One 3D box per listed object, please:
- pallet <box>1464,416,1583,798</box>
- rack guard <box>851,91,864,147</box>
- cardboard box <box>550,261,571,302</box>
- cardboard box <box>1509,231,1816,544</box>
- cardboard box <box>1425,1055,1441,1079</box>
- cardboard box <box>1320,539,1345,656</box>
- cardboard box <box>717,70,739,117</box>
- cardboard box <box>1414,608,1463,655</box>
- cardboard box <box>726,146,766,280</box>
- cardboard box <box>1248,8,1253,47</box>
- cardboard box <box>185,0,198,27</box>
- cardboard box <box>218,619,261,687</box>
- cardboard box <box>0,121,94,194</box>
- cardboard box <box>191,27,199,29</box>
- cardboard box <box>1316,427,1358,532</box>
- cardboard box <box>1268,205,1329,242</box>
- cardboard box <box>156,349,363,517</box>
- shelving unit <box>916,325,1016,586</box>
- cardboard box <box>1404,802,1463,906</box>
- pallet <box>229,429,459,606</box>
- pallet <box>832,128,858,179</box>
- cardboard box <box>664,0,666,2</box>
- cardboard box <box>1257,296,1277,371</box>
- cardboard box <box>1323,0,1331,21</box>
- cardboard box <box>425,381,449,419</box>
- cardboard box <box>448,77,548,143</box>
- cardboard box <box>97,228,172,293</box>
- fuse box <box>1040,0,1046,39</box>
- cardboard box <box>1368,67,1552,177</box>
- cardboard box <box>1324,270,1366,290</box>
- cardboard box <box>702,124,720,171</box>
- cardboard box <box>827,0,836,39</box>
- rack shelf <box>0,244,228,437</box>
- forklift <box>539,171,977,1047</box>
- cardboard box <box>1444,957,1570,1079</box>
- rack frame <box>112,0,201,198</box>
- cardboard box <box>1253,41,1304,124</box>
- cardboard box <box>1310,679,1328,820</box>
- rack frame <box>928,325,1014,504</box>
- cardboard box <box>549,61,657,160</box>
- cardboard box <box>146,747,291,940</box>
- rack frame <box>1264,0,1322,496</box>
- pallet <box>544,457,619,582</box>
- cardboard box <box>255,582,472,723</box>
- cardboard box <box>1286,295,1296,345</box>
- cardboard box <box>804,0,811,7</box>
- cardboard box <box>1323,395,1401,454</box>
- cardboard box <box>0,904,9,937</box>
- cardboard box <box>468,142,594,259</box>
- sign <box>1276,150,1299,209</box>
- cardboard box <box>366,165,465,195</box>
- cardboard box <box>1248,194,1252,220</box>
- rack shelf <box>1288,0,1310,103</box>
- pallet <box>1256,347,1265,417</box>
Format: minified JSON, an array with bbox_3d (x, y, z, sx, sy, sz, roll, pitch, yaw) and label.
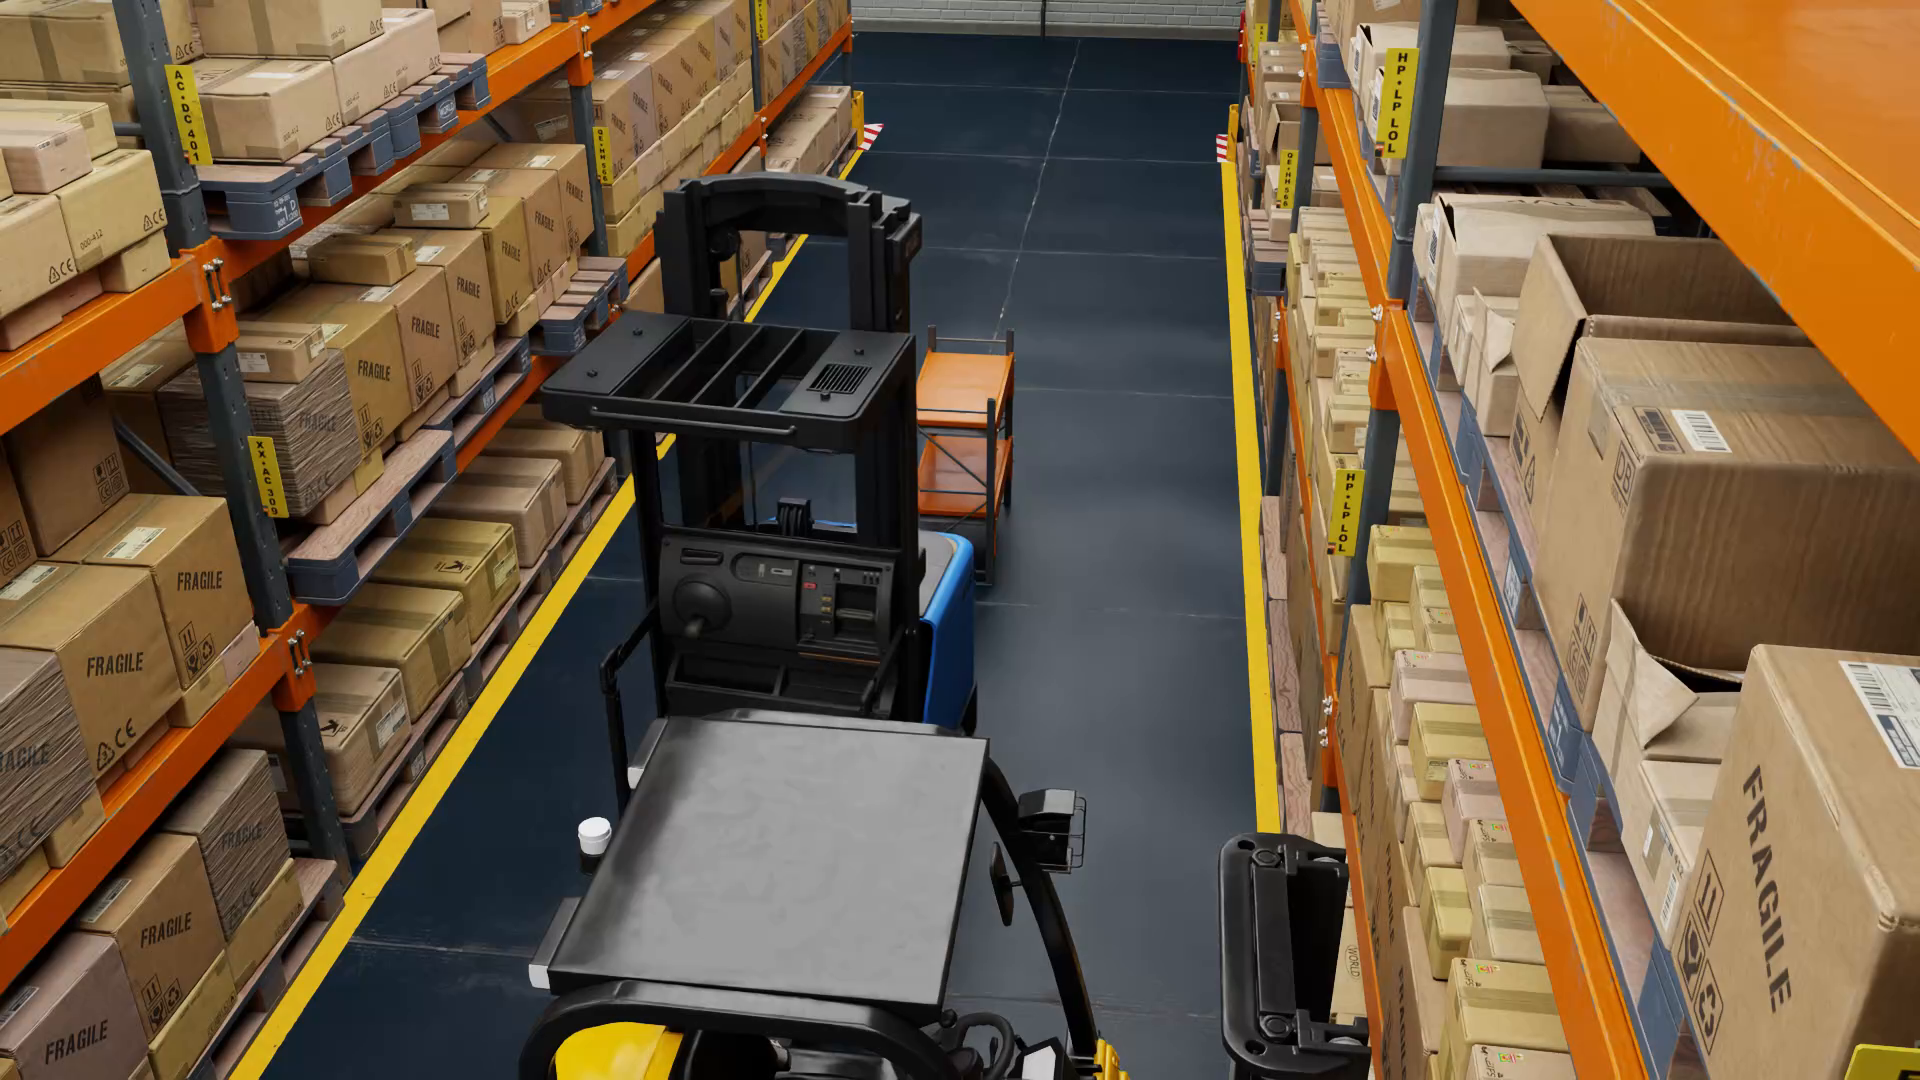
[{"bbox_3d":[1.616,0.105,3.324,1.003,0.211,1.213,3,28,6],"label":"pallet"},{"bbox_3d":[-1.607,-4.436,17.456,1.175,0.500,0.348,3,28,6],"label":"rack guard"},{"bbox_3d":[-2.344,-1.414,9.034,0.380,0.149,0.250,3,28,6],"label":"cardboard box"},{"bbox_3d":[1.503,-0.273,3.275,0.797,0.503,0.637,4,29,8],"label":"cardboard box"},{"bbox_3d":[1.291,1.518,3.665,0.500,0.500,0.500,3,28,5],"label":"cardboard box"},{"bbox_3d":[1.649,0.224,6.329,0.500,0.250,0.500,4,29,7],"label":"cardboard box"},{"bbox_3d":[-1.966,-3.339,12.415,0.500,0.250,0.500,4,29,7],"label":"cardboard box"},{"bbox_3d":[1.548,0.332,4.869,0.380,0.149,0.250,3,28,5],"label":"cardboard box"},{"bbox_3d":[-2.096,-2.595,13.201,0.875,0.875,0.875,4,29,8],"label":"cardboard box"},{"bbox_3d":[2.874,-4.629,15.024,0.500,0.250,0.500,3,28,5],"label":"cardboard box"},{"bbox_3d":[-3.032,-2.297,6.877,0.500,0.250,0.500,4,29,7],"label":"cardboard box"},{"bbox_3d":[-2.817,0.403,6.103,0.380,0.149,0.250,3,28,6],"label":"cardboard box"},{"bbox_3d":[-2.858,-1.148,4.980,0.380,0.149,0.250,3,28,5],"label":"cardboard box"},{"bbox_3d":[-3.022,-2.077,6.995,0.500,0.250,0.500,4,29,7],"label":"cardboard box"},{"bbox_3d":[1.709,-0.232,6.649,0.500,0.250,0.500,3,28,5],"label":"cardboard box"},{"bbox_3d":[2.036,-1.878,9.896,0.380,0.149,0.250,4,29,7],"label":"cardboard box"},{"bbox_3d":[-2.738,-0.440,6.542,0.500,0.500,0.500,4,29,7],"label":"cardboard box"},{"bbox_3d":[0.001,-0.498,9.489,0.538,1.125,1.048,3,28,6],"label":"shelving unit"},{"bbox_3d":[1.361,0.817,4.282,0.380,0.149,0.250,2,28,5],"label":"cardboard box"},{"bbox_3d":[-2.842,-0.143,7.055,1.003,0.211,1.213,3,28,6],"label":"pallet"},{"bbox_3d":[-1.630,-3.916,16.797,1.003,0.211,1.213,3,28,6],"label":"pallet"},{"bbox_3d":[-2.439,-3.936,12.733,0.500,0.500,0.500,4,29,7],"label":"cardboard box"},{"bbox_3d":[2.354,-1.495,11.556,0.500,0.500,0.500,2,28,4],"label":"cardboard box"},{"bbox_3d":[2.006,-2.739,7.855,0.500,0.500,0.500,4,29,7],"label":"cardboard box"},{"bbox_3d":[-2.595,-0.682,7.675,0.380,0.149,0.250,4,29,7],"label":"cardboard box"},{"bbox_3d":[-2.786,-2.502,10.071,0.500,0.500,0.500,3,28,5],"label":"cardboard box"},{"bbox_3d":[-2.816,-0.920,5.397,0.380,0.149,0.250,3,29,6],"label":"cardboard box"},{"bbox_3d":[1.125,-7.422,21.723,0.539,1.711,0.414,3,28,6],"label":"fuse box"},{"bbox_3d":[1.694,-1.454,5.670,0.500,0.311,0.500,2,28,5],"label":"cardboard box"},{"bbox_3d":[1.947,-1.177,7.983,0.380,0.149,0.250,4,29,7],"label":"cardboard box"},{"bbox_3d":[-2.049,-2.874,12.080,0.500,0.250,0.500,3,28,5],"label":"cardboard box"},{"bbox_3d":[-1.483,-5.091,15.932,0.500,0.500,0.500,3,28,5],"label":"cardboard box"},{"bbox_3d":[-3.325,0.061,4.069,1.077,0.370,4.000,3,28,6],"label":"rack shelf"},{"bbox_3d":[-0.751,0.262,6.174,1.130,2.935,3.031,6,29,11],"label":"forklift"},{"bbox_3d":[1.248,1.045,3.544,0.380,0.149,0.250,4,29,7],"label":"cardboard box"},{"bbox_3d":[-3.080,-2.517,4.935,1.000,3.000,0.127,3,28,6],"label":"rack frame"},{"bbox_3d":[2.546,-3.369,12.293,0.700,0.500,0.500,4,29,7],"label":"cardboard box"},{"bbox_3d":[1.899,1.025,6.746,0.875,0.625,0.625,5,29,8],"label":"cardboard box"},{"bbox_3d":[0.063,-0.738,9.933,0.500,1.125,0.032,3,28,6],"label":"rack frame"},{"bbox_3d":[-2.236,-2.695,10.430,0.500,0.500,0.500,3,29,6],"label":"cardboard box"},{"bbox_3d":[-2.886,1.113,6.186,0.500,0.500,0.500,3,28,5],"label":"cardboard box"},{"bbox_3d":[2.337,-1.472,9.320,1.000,3.000,0.127,3,28,6],"label":"rack frame"},{"bbox_3d":[-2.687,-0.164,9.831,1.003,0.211,1.213,3,28,6],"label":"pallet"},{"bbox_3d":[-2.934,0.510,7.968,0.950,0.372,0.625,5,29,9],"label":"cardboard box"},{"bbox_3d":[2.040,-1.212,8.994,0.500,0.250,0.500,3,29,6],"label":"cardboard box"},{"bbox_3d":[-1.595,-5.051,14.804,0.500,0.500,0.500,3,28,6],"label":"cardboard box"},{"bbox_3d":[1.665,-0.459,6.650,0.380,0.149,0.250,2,28,5],"label":"cardboard box"},{"bbox_3d":[-2.995,1.124,4.766,0.380,0.149,0.250,4,29,7],"label":"cardboard box"},{"bbox_3d":[-2.370,-1.889,9.231,0.500,0.500,0.500,3,28,5],"label":"cardboard box"},{"bbox_3d":[1.797,-1.974,9.115,0.100,0.325,0.005,3,28,6],"label":"sign"},{"bbox_3d":[-2.932,-1.675,8.834,0.500,0.500,0.500,5,29,9],"label":"cardboard box"},{"bbox_3d":[2.647,-2.784,14.194,0.396,0.266,0.258,4,29,8],"label":"cardboard box"},{"bbox_3d":[2.582,-3.418,10.527,1.077,0.370,4.000,3,28,6],"label":"rack shelf"},{"bbox_3d":[2.618,-1.167,11.693,1.003,0.211,1.213,3,28,6],"label":"pallet"}]
